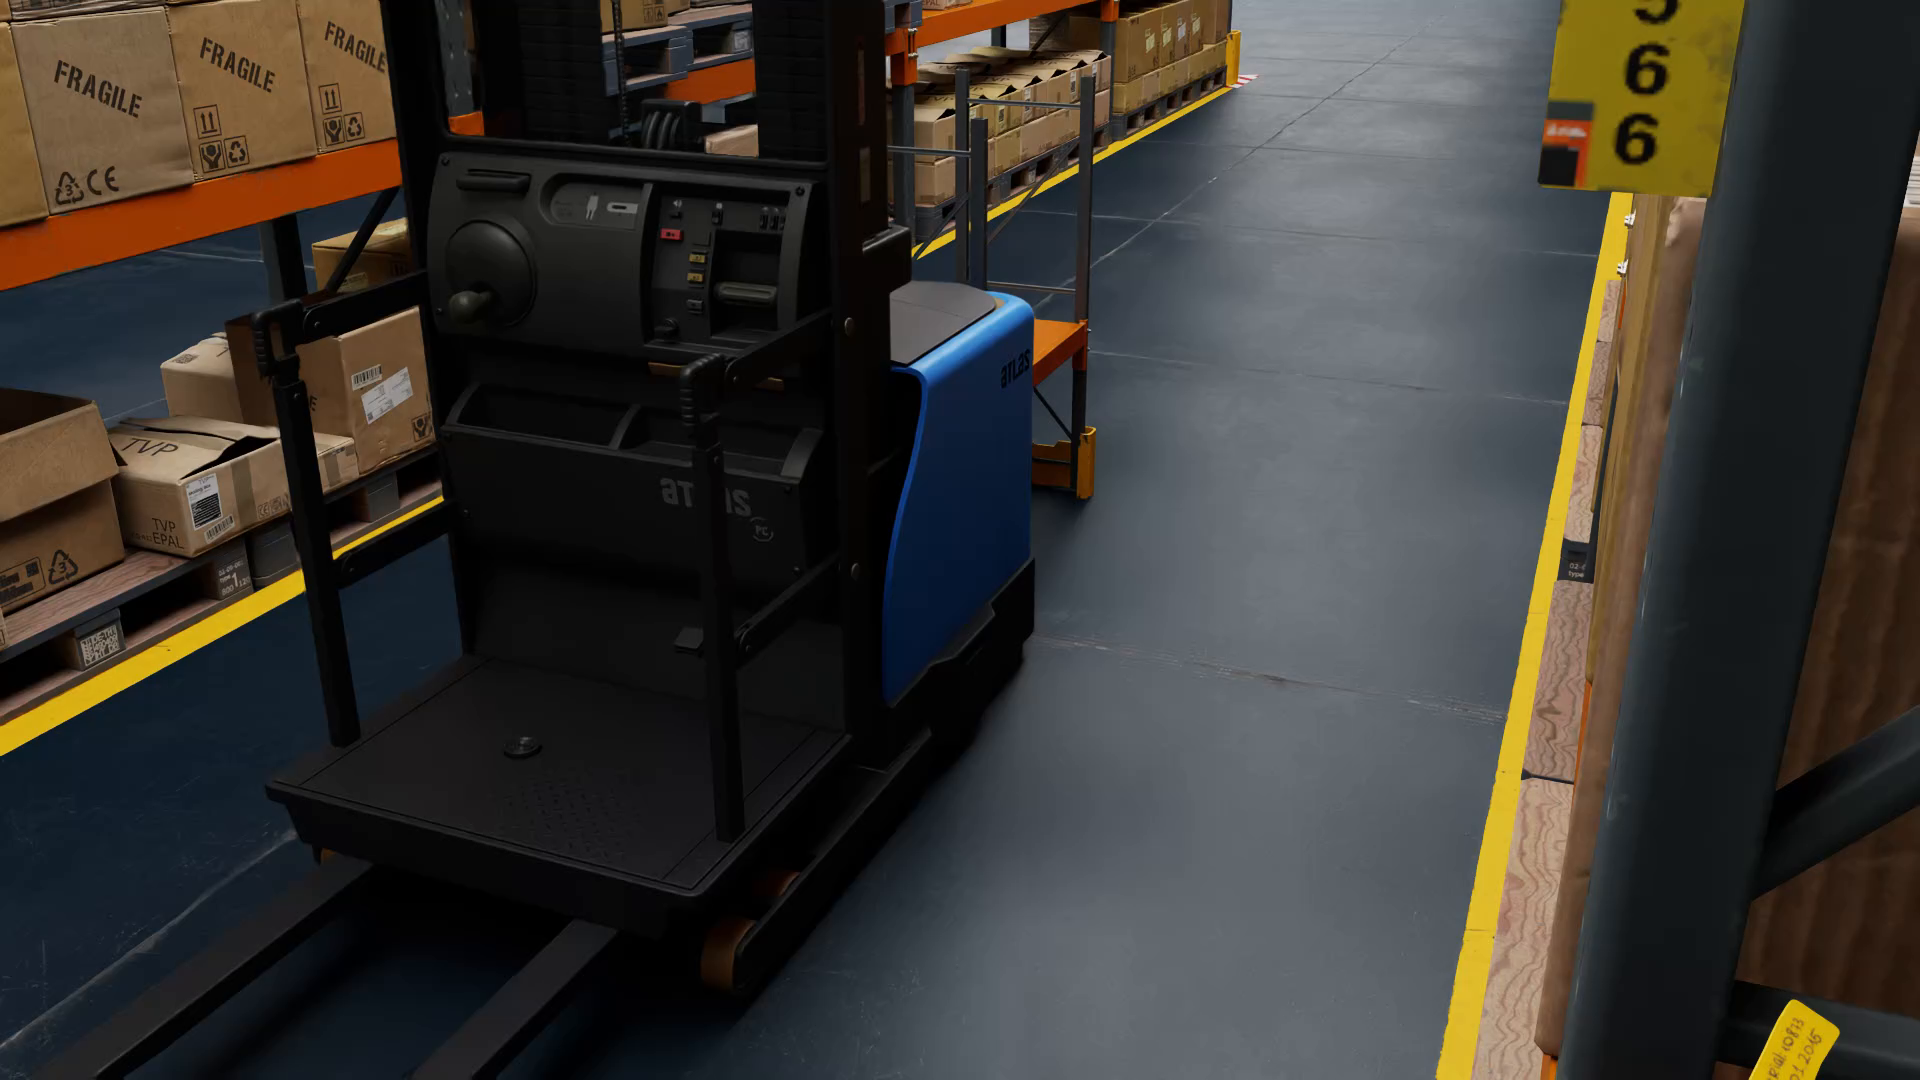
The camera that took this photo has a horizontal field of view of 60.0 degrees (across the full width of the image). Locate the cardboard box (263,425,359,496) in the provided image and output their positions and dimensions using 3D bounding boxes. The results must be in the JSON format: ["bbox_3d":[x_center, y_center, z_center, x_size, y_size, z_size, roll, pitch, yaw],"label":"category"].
[{"bbox_3d":[-2.269,-0.261,5.610,0.380,0.149,0.250,9,24,20],"label":"cardboard box"}]

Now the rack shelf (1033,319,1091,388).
[{"bbox_3d":[0.032,-0.557,5.603,0.538,0.185,1.000,9,24,20],"label":"rack shelf"}]

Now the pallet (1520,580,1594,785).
[{"bbox_3d":[2.009,0.495,4.291,1.003,0.211,1.213,9,24,20],"label":"pallet"}]

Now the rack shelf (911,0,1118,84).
[{"bbox_3d":[-0.008,-3.575,11.351,1.077,0.370,4.000,9,24,20],"label":"rack shelf"}]

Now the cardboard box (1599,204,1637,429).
[{"bbox_3d":[2.812,-0.824,6.075,0.750,0.750,0.750,10,24,22],"label":"cardboard box"}]

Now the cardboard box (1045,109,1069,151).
[{"bbox_3d":[0.471,-2.994,12.049,0.500,0.250,0.500,9,24,21],"label":"cardboard box"}]

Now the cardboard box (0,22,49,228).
[{"bbox_3d":[-2.750,-1.039,4.217,0.500,0.500,0.500,9,24,21],"label":"cardboard box"}]

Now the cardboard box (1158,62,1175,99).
[{"bbox_3d":[1.569,-4.027,14.522,0.500,0.250,0.500,9,24,20],"label":"cardboard box"}]

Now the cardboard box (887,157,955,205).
[{"bbox_3d":[-0.284,-2.262,10.296,0.500,0.250,0.500,9,24,20],"label":"cardboard box"}]

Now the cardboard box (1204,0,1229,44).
[{"bbox_3d":[2.298,-5.091,16.096,0.500,0.500,0.500,9,24,20],"label":"cardboard box"}]

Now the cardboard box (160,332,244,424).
[{"bbox_3d":[-2.594,-0.603,6.220,0.500,0.311,0.500,9,24,20],"label":"cardboard box"}]

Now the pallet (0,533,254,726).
[{"bbox_3d":[-2.945,0.210,4.973,1.003,0.211,1.213,9,24,20],"label":"pallet"}]

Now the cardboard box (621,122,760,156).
[{"bbox_3d":[-1.274,-1.832,7.942,0.500,0.250,0.500,8,24,19],"label":"cardboard box"}]

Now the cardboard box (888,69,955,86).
[{"bbox_3d":[-0.220,-3.144,11.681,0.500,0.311,0.500,9,24,22],"label":"cardboard box"}]

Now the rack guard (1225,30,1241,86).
[{"bbox_3d":[2.229,-4.910,16.855,1.175,0.500,0.348,9,24,20],"label":"rack guard"}]

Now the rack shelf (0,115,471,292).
[{"bbox_3d":[-2.980,-0.713,4.498,1.077,0.370,4.000,9,24,20],"label":"rack shelf"}]

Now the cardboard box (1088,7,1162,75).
[{"bbox_3d":[1.376,-4.195,13.952,0.500,0.500,0.500,9,24,20],"label":"cardboard box"}]

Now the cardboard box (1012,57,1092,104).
[{"bbox_3d":[0.663,-3.434,12.374,0.500,0.311,0.500,9,24,22],"label":"cardboard box"}]

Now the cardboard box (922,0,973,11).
[{"bbox_3d":[-0.239,-3.443,10.216,0.500,0.311,0.500,8,24,19],"label":"cardboard box"}]

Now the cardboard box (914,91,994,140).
[{"bbox_3d":[-0.097,-2.710,10.641,0.500,0.311,0.500,8,24,19],"label":"cardboard box"}]

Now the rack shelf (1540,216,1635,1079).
[{"bbox_3d":[1.621,-0.005,2.803,1.077,0.370,4.000,9,24,20],"label":"rack shelf"}]

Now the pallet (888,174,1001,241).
[{"bbox_3d":[-0.409,-2.194,10.729,1.003,0.211,1.213,9,24,20],"label":"pallet"}]

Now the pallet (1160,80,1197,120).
[{"bbox_3d":[1.521,-4.053,15.179,1.003,0.211,1.213,9,24,20],"label":"pallet"}]

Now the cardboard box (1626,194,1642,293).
[{"bbox_3d":[1.871,-0.739,3.237,0.980,0.700,0.700,8,24,19],"label":"cardboard box"}]

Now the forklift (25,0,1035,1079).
[{"bbox_3d":[-0.819,-0.587,3.353,1.130,2.935,3.031,9,24,21],"label":"forklift"}]

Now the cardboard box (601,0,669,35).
[{"bbox_3d":[-1.657,-2.393,6.912,0.700,0.500,0.500,13,26,28],"label":"cardboard box"}]

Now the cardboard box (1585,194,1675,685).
[{"bbox_3d":[1.318,-0.205,1.961,0.980,0.700,0.700,9,24,20],"label":"cardboard box"}]

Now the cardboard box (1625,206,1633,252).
[{"bbox_3d":[3.455,-1.441,7.553,0.750,0.750,0.750,8,24,19],"label":"cardboard box"}]

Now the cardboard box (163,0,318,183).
[{"bbox_3d":[-2.375,-1.406,5.095,0.500,0.500,0.500,9,24,22],"label":"cardboard box"}]

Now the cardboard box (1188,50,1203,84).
[{"bbox_3d":[1.937,-4.385,15.380,0.500,0.250,0.500,9,24,20],"label":"cardboard box"}]

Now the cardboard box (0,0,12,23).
[{"bbox_3d":[-2.748,-1.506,4.036,0.500,0.500,0.500,9,24,20],"label":"cardboard box"}]

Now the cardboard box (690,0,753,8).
[{"bbox_3d":[-1.397,-2.890,8.103,0.700,0.500,0.500,14,26,30],"label":"cardboard box"}]

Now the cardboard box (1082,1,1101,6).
[{"bbox_3d":[1.083,-4.448,14.557,0.500,0.500,0.500,9,24,20],"label":"cardboard box"}]

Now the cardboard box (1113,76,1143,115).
[{"bbox_3d":[1.188,-3.671,13.669,0.500,0.250,0.500,9,24,20],"label":"cardboard box"}]

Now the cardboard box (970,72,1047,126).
[{"bbox_3d":[0.285,-3.076,11.518,0.500,0.311,0.500,8,24,19],"label":"cardboard box"}]

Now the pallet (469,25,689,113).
[{"bbox_3d":[-1.839,-1.942,6.757,1.003,0.211,1.213,9,24,20],"label":"pallet"}]

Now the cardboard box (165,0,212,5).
[{"bbox_3d":[-2.372,-1.866,4.899,0.500,0.500,0.500,8,24,19],"label":"cardboard box"}]

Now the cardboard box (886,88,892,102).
[{"bbox_3d":[-0.598,-2.785,10.821,0.500,0.311,0.500,8,24,19],"label":"cardboard box"}]

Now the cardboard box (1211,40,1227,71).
[{"bbox_3d":[2.296,-4.745,16.241,0.500,0.250,0.500,9,24,20],"label":"cardboard box"}]

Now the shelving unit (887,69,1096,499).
[{"bbox_3d":[0.028,-0.719,5.526,0.587,1.500,1.083,9,24,20],"label":"shelving unit"}]

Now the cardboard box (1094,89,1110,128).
[{"bbox_3d":[0.850,-3.358,12.921,0.500,0.250,0.500,9,24,20],"label":"cardboard box"}]

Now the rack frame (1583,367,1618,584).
[{"bbox_3d":[2.364,-1.052,4.378,1.000,3.000,0.127,9,24,20],"label":"rack frame"}]

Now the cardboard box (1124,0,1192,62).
[{"bbox_3d":[1.753,-4.552,14.806,0.500,0.500,0.500,9,24,20],"label":"cardboard box"}]

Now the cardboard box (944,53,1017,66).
[{"bbox_3d":[0.159,-3.516,12.571,0.500,0.311,0.500,8,24,19],"label":"cardboard box"}]

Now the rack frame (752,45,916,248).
[{"bbox_3d":[-0.751,-3.192,9.499,1.000,3.000,0.127,9,24,20],"label":"rack frame"}]

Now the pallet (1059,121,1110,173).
[{"bbox_3d":[0.497,-3.067,12.819,1.003,0.211,1.213,9,24,20],"label":"pallet"}]

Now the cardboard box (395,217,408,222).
[{"bbox_3d":[-2.128,-1.203,7.411,0.500,0.500,0.500,9,24,20],"label":"cardboard box"}]

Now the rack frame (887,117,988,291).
[{"bbox_3d":[-0.157,-0.541,5.098,0.500,1.500,0.032,9,24,20],"label":"rack frame"}]

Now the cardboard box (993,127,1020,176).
[{"bbox_3d":[0.089,-2.629,11.175,0.500,0.250,0.500,8,24,19],"label":"cardboard box"}]

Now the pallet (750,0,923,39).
[{"bbox_3d":[-0.938,-2.851,8.932,1.213,0.211,1.003,9,24,20],"label":"pallet"}]

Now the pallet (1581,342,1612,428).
[{"bbox_3d":[3.032,-0.491,6.651,1.003,0.211,1.213,9,24,20],"label":"pallet"}]

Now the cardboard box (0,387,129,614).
[{"bbox_3d":[-2.930,-0.138,4.857,0.797,0.503,0.637,9,24,20],"label":"cardboard box"}]

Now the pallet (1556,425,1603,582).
[{"bbox_3d":[2.580,-0.053,5.602,1.003,0.211,1.213,9,24,20],"label":"pallet"}]
